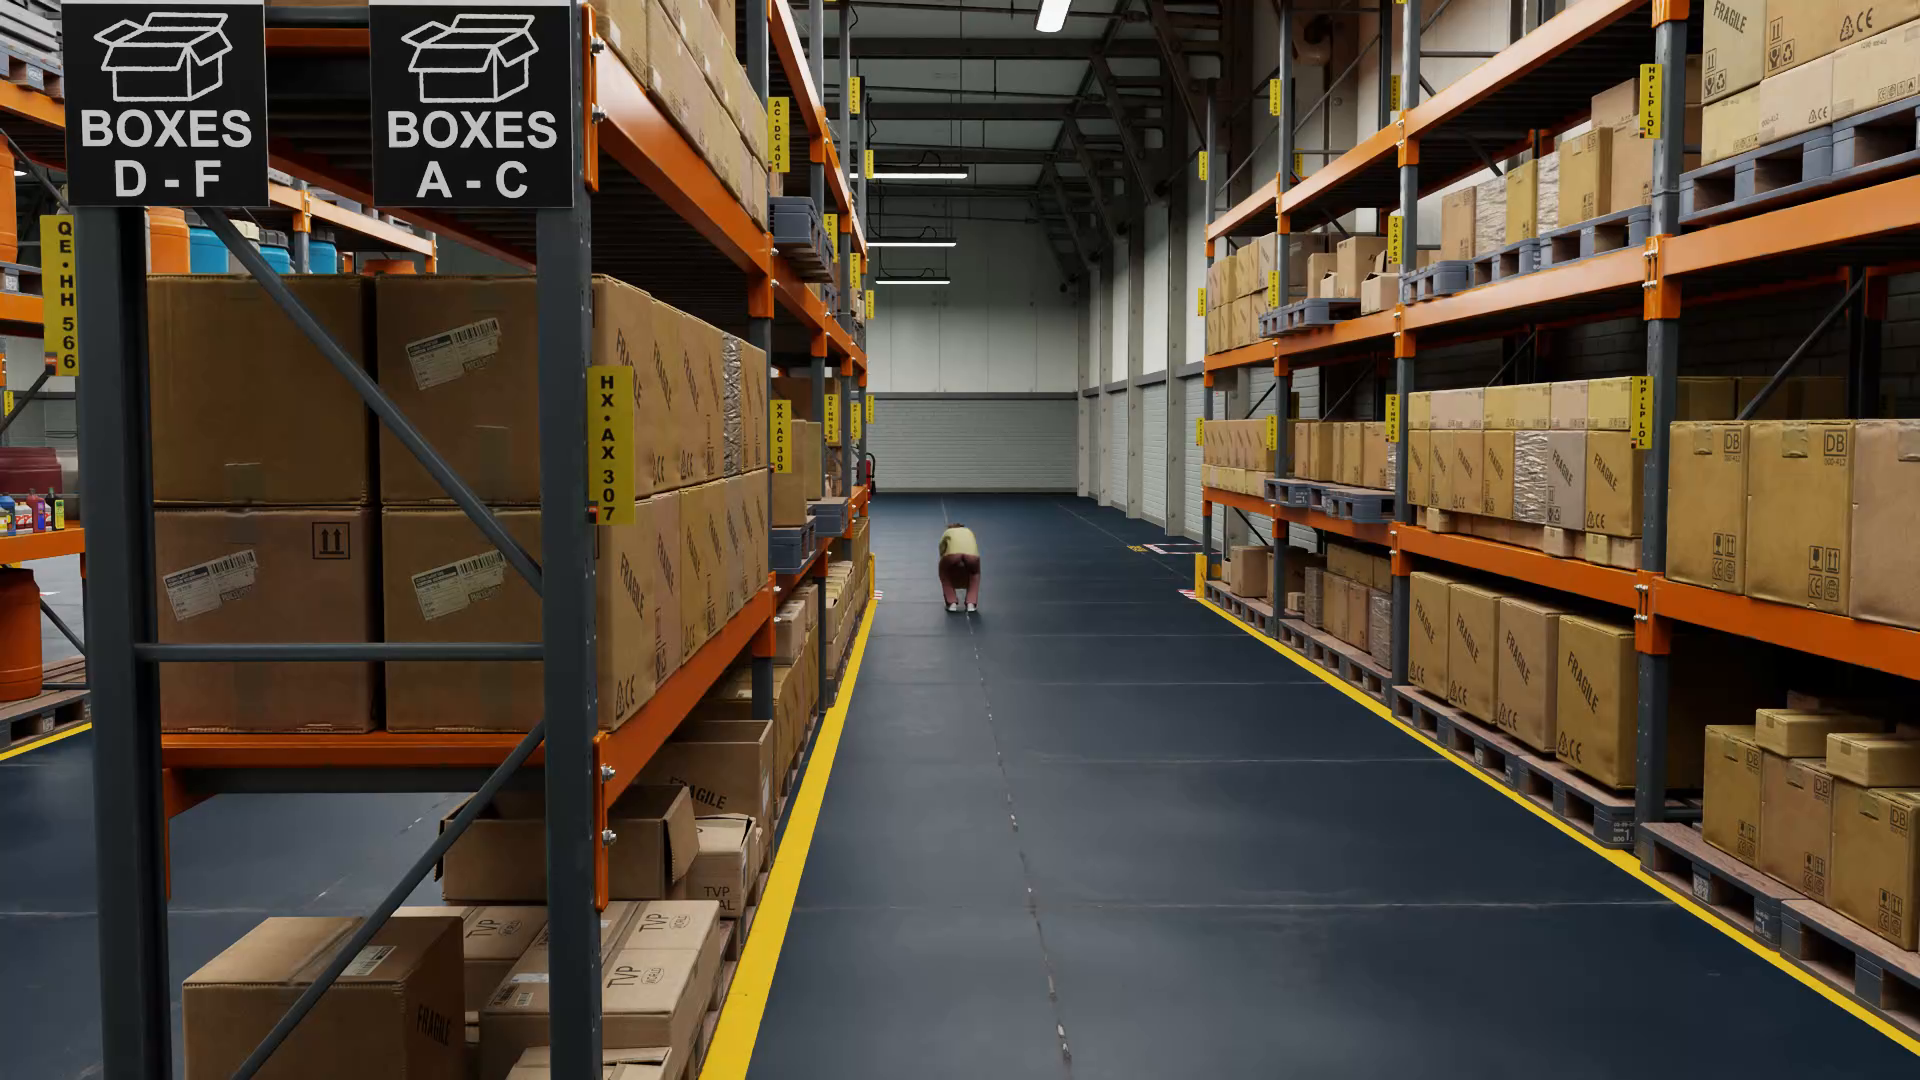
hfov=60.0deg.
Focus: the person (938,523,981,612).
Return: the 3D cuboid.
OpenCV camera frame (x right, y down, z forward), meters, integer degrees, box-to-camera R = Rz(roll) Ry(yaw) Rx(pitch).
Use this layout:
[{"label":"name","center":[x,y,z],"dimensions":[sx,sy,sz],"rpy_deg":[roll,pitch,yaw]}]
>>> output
[{"label":"person","center":[-0.002,0.288,18.129],"dimensions":[0.465,0.945,0.860],"rpy_deg":[0,4,-4]}]
